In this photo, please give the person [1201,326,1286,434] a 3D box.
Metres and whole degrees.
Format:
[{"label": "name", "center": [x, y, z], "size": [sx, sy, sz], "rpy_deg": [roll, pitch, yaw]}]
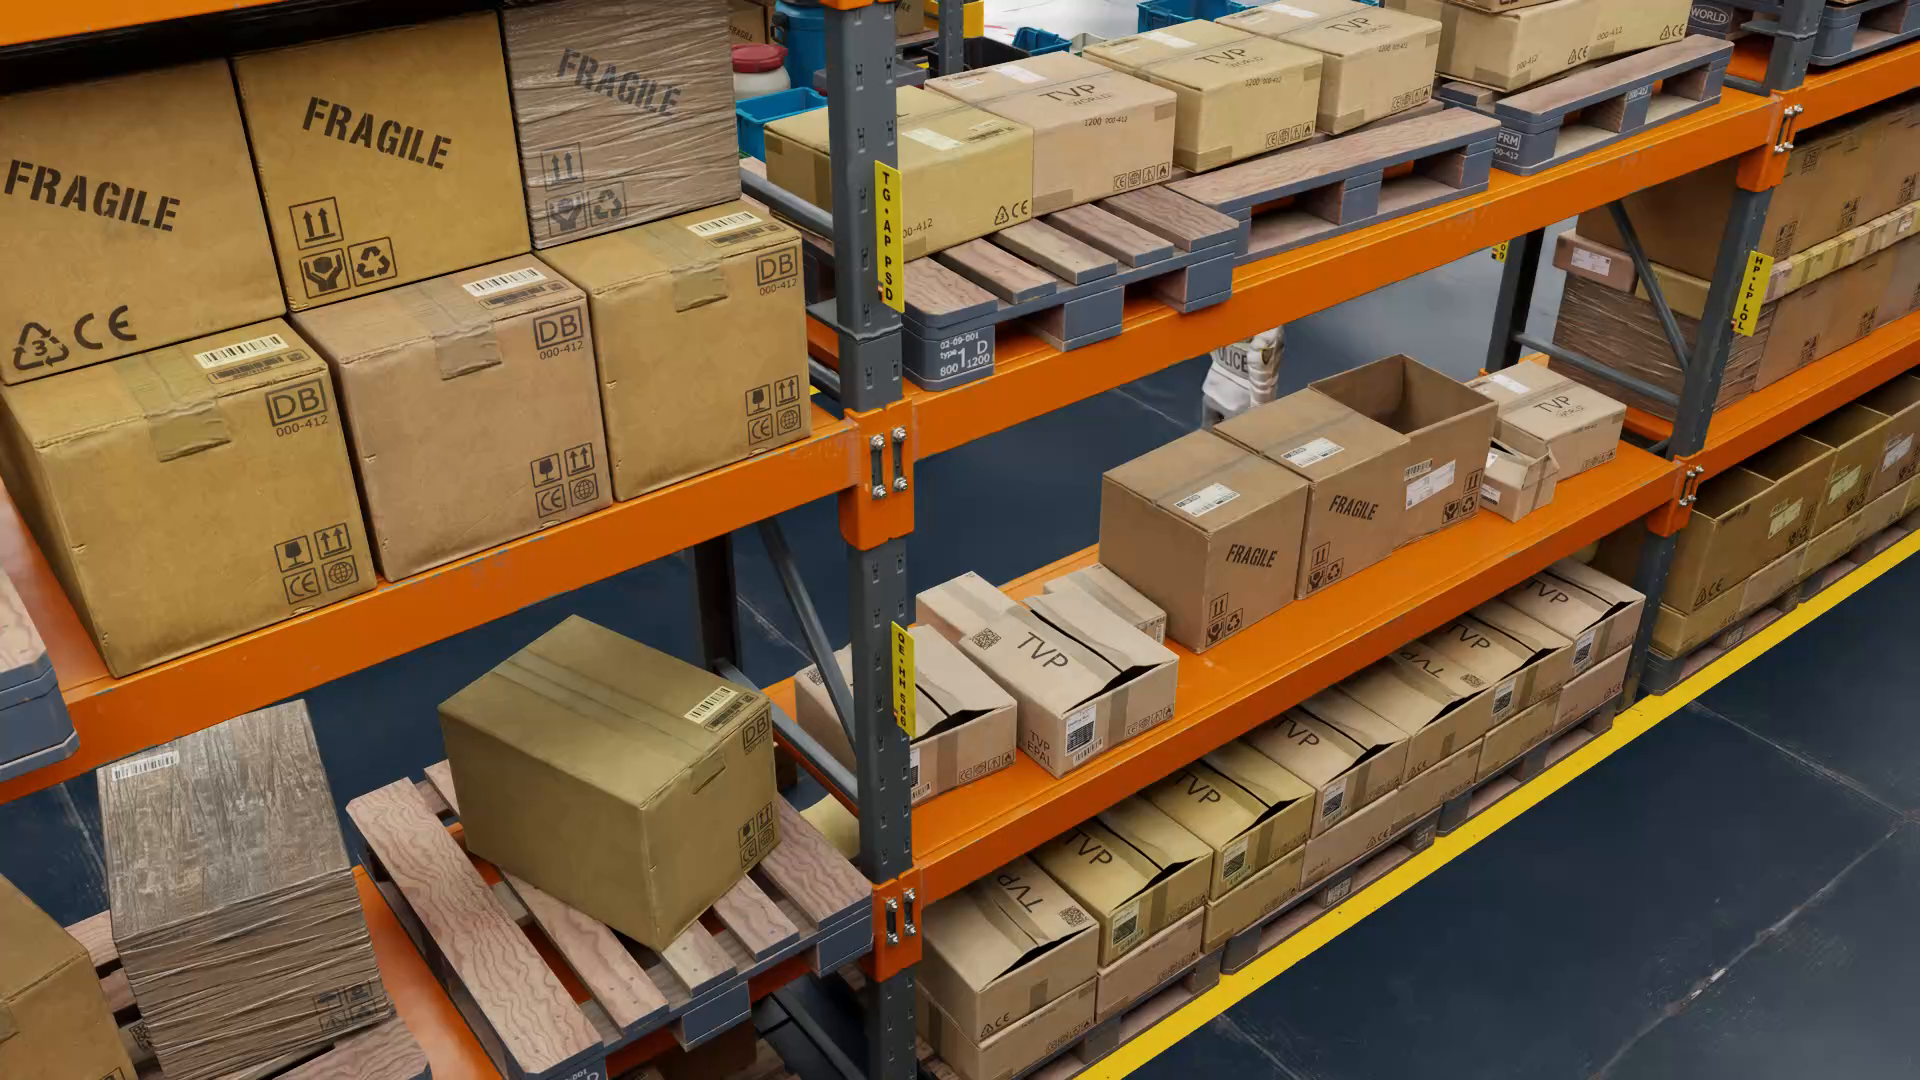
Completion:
[{"label": "person", "center": [1.437, -0.704, 8.209], "size": [0.865, 1.672, 0.520], "rpy_deg": [-23, 39, -31]}]
